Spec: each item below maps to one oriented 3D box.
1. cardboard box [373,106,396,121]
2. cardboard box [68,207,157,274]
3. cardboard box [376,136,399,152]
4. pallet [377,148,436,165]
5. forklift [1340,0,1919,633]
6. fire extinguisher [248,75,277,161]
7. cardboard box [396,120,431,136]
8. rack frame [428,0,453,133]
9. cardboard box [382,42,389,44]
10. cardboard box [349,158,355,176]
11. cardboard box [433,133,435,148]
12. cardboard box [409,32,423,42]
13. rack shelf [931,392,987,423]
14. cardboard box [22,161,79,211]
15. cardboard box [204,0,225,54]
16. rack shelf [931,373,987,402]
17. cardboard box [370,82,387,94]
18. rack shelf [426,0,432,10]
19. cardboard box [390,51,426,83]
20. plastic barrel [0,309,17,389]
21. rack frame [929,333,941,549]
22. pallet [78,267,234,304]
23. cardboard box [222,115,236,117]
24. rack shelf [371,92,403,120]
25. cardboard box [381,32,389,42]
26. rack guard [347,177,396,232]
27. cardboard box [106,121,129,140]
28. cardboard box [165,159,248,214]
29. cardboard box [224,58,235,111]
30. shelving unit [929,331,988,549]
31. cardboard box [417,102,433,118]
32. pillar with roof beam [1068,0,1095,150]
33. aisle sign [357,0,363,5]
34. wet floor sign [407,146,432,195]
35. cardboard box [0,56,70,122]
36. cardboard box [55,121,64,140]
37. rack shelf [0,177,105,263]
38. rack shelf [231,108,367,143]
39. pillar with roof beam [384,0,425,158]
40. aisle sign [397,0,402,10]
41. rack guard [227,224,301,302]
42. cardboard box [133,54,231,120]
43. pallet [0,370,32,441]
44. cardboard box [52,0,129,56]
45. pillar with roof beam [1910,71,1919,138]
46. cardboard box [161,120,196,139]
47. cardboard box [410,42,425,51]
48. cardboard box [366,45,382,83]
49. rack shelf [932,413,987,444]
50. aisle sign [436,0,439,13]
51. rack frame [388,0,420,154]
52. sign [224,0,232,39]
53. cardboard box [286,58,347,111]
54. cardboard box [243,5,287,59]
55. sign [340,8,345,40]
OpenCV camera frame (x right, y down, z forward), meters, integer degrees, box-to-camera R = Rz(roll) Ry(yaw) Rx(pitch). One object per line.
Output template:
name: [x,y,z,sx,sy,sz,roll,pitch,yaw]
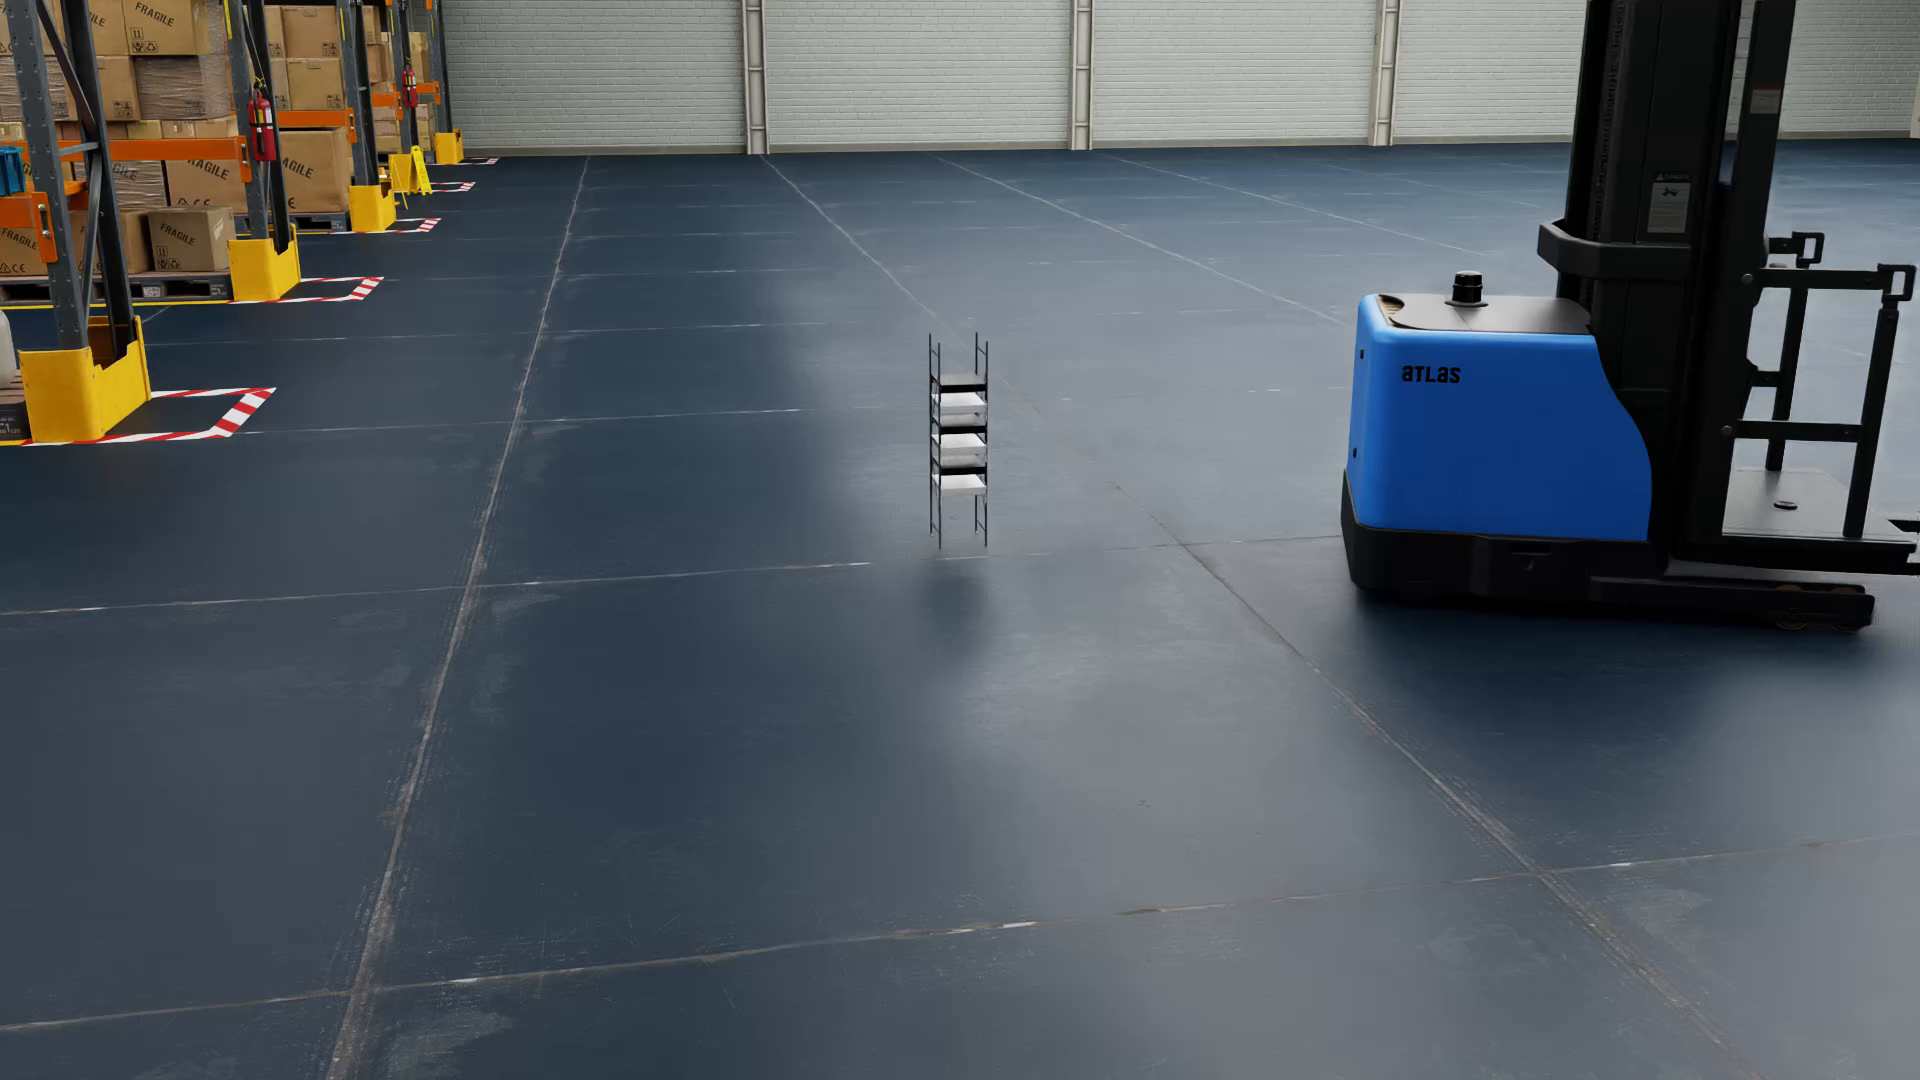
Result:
cardboard box: [-9.578,-7.085,27.535,0.500,0.250,0.500,-3,17,-9]
cardboard box: [-7.057,-2.512,13.922,0.500,0.500,0.500,1,17,4]
cardboard box: [-9.577,-6.610,27.693,0.500,0.250,0.500,-3,17,-10]
pallet: [-9.428,-6.479,28.045,1.213,0.211,1.003,-3,17,-10]
forklift: [3.106,-1.224,6.306,3.031,2.935,1.130,3,17,9]
fire extinguisher: [-5.660,-3.415,13.454,0.183,0.674,0.296,-3,17,-10]
cardboard box: [-9.104,-6.874,27.701,0.500,0.250,0.500,-3,17,-11]
rack frame: [-8.685,-7.866,27.814,0.127,3.000,1.000,-3,17,-10]
cardboard box: [-9.484,-8.105,27.314,0.250,0.149,0.380,-3,17,-9]
cardboard box: [-8.506,-5.198,23.095,0.500,0.250,0.500,-3,17,-11]
cardboard box: [-9.204,-6.782,28.251,0.500,0.250,0.500,-3,17,-10]
cardboard box: [-8.997,-8.286,27.398,0.250,0.149,0.380,-3,17,-10]
rack shelf: [-0.008,-0.570,7.135,0.200,0.077,0.258,-3,17,-10]
cardboard box: [-9.998,-3.991,18.102,0.875,0.875,0.875,-3,17,-10]
cardboard box: [-6.452,-4.295,13.806,0.500,0.500,0.500,-3,17,-10]
rack shelf: [-0.008,-0.656,7.109,0.200,0.077,0.258,-3,17,-10]
cardboard box: [-8.066,-6.233,22.924,0.250,0.149,0.380,-3,17,-9]
rack shelf: [-10.649,-8.845,27.117,4.000,0.370,1.077,-3,17,-10]
cardboard box: [-9.118,-7.811,27.464,0.500,0.500,0.500,-4,17,-12]
plastic barrel: [-5.552,-1.104,9.319,0.421,0.512,0.421,0,17,0]
rack frame: [-0.108,-0.424,7.160,0.006,0.900,0.240,-3,17,-10]
pallet: [-6.739,-2.207,14.136,1.213,0.211,1.003,-3,17,-10]
cardboard box: [-6.185,-3.512,14.064,0.250,0.149,0.380,-3,17,-10]
rack shelf: [-9.703,-5.980,22.899,4.000,0.370,1.077,-3,17,-10]
cardboard box: [-9.485,-8.241,27.251,0.250,0.149,0.380,-3,17,-9]
rack guard: [-6.678,-3.821,18.900,0.348,0.500,1.175,-3,17,-10]
cardboard box: [-6.830,-3.331,13.477,0.250,0.149,0.380,-3,17,-10]
cardboard box: [-8.218,-4.093,18.432,0.875,0.875,0.875,-4,17,-11]
cardboard box: [-8.167,-5.020,18.293,0.550,0.550,0.875,-3,17,-10]
shelving unit: [-0.008,-0.430,7.178,0.210,0.900,0.258,-3,17,-10]
cardboard box: [-9.193,-7.258,28.100,0.500,0.250,0.500,-4,17,-11]
pillar with roof beam: [3.059,-10.383,25.788,0.400,9.000,9.100,-3,17,-10]
aisle sign: [-6.689,-6.347,18.441,0.004,0.787,0.394,-3,17,-10]
wet floor sign: [-7.350,-5.012,22.532,0.232,0.644,0.267,3,17,9]
cardboard box: [-7.372,-3.668,13.469,0.500,0.500,0.875,-3,17,-10]
cardboard box: [-7.325,-3.309,13.404,0.250,0.149,0.380,-3,17,-10]
rack shelf: [-6.884,-1.696,8.949,4.000,0.370,1.077,-3,17,-10]
rack shelf: [-8.665,-4.559,18.271,4.000,0.370,1.077,-3,17,-10]
pillar with roof beam: [-8.723,-9.714,23.612,0.400,9.000,9.100,-3,17,-10]
aisle sign: [-7.624,-7.598,22.513,0.004,0.787,0.394,-3,17,-10]
rack guard: [-5.934,-2.380,14.208,0.348,0.500,1.175,-3,17,-10]
cardboard box: [-6.405,-3.746,13.722,0.500,0.500,0.875,-3,17,-10]
pallet: [-5.785,-0.756,9.415,1.213,0.211,1.003,-3,17,-10]
cardboard box: [-6.843,-4.115,13.222,0.500,0.500,0.500,-3,17,-10]
pillar with roof beam: [20.732,-11.385,29.053,0.400,9.000,9.100,-3,17,-10]
cardboard box: [-6.346,-3.370,13.601,0.250,0.149,0.380,-3,17,-10]
cardboard box: [-8.972,-8.124,27.378,0.250,0.149,0.380,-3,17,-10]
cardboard box: [-8.220,-6.516,22.741,0.500,0.500,0.500,-4,17,-11]
rack shelf: [-0.008,-0.484,7.162,0.200,0.077,0.258,-3,17,-10]
aisle sign: [-8.565,-9.028,27.169,0.004,0.787,0.394,-3,17,-10]
rack frame: [-7.740,-6.436,23.156,0.127,3.000,1.000,-3,17,-10]
sign: [-5.774,-4.122,13.114,0.005,0.325,0.100,-3,17,-10]
cardboard box: [-7.057,-5.052,18.397,0.550,0.550,0.875,-3,17,-10]
cardboard box: [-7.596,-5.535,18.131,0.550,0.550,0.875,-3,17,-10]
sign: [-6.612,-5.524,17.812,0.005,0.325,0.100,-3,17,-10]
